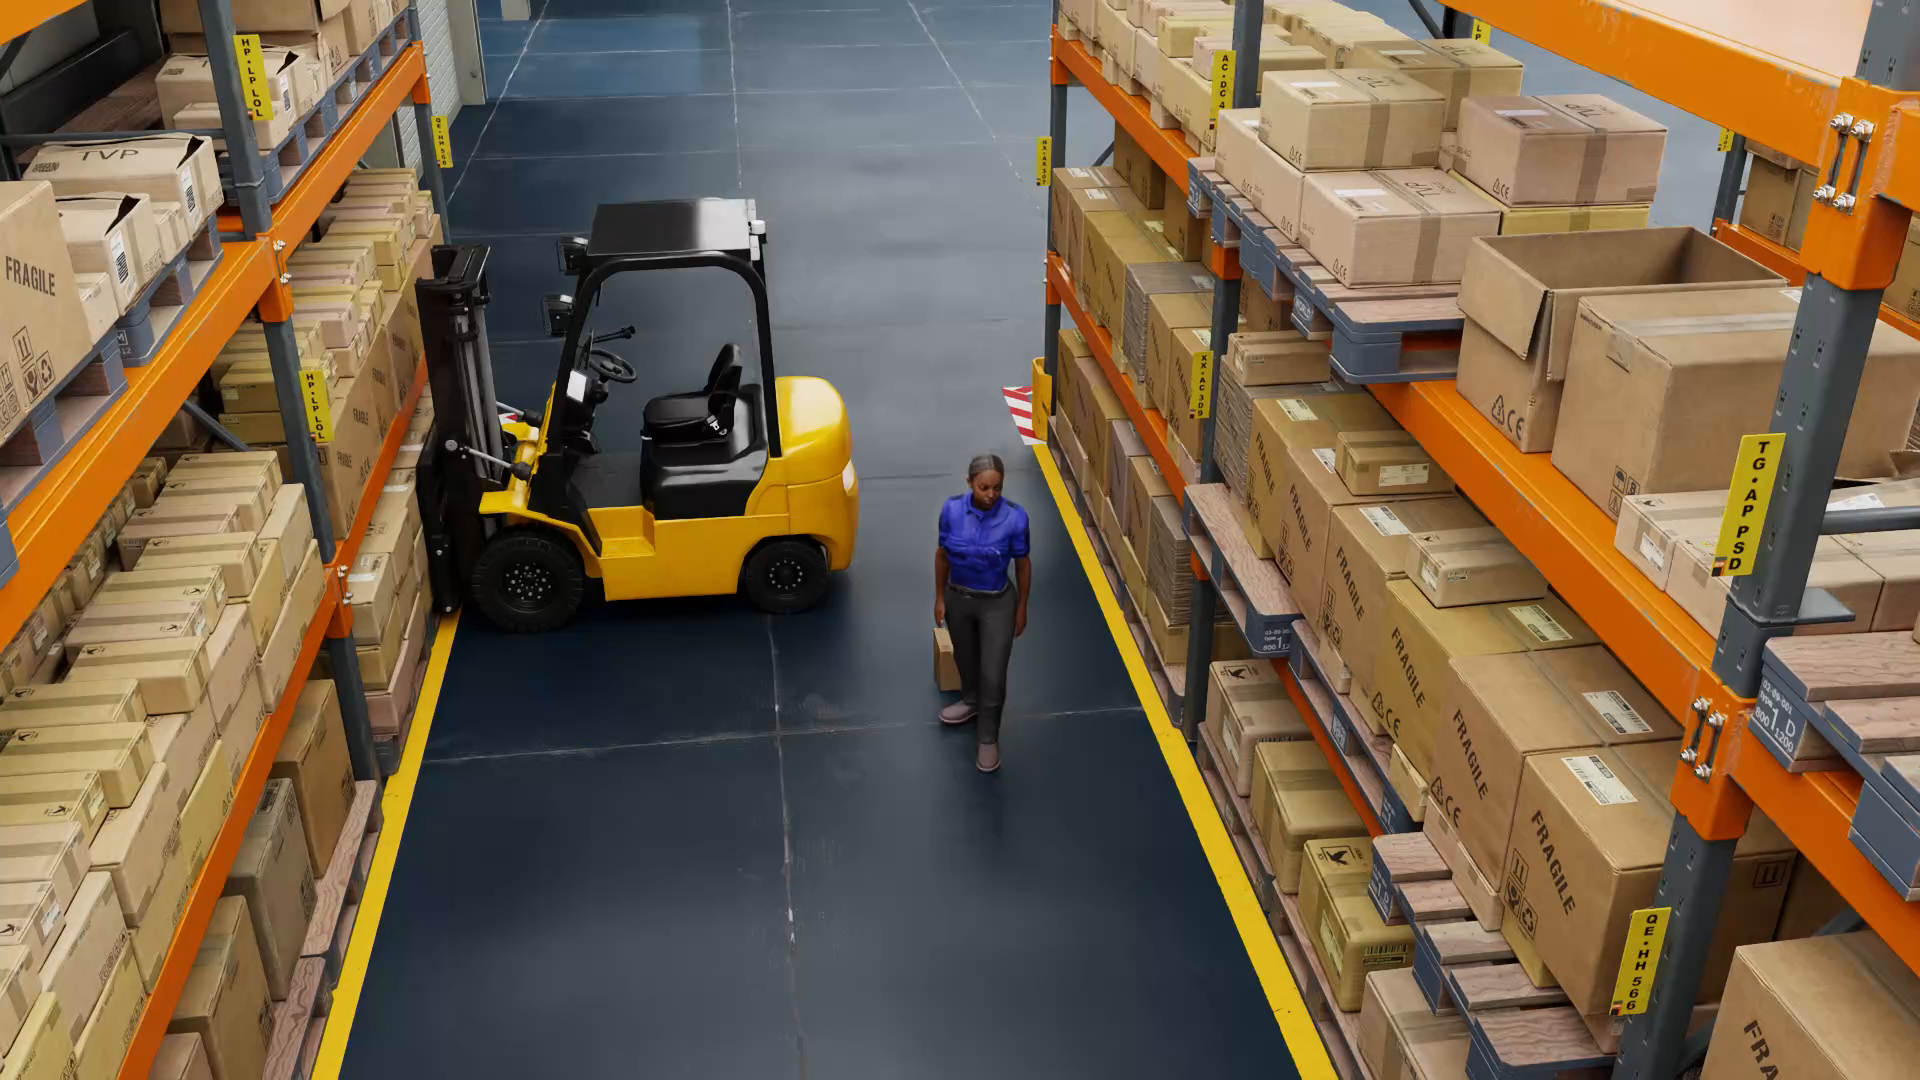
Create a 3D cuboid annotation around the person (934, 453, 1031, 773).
[{"bbox_3d":[0.105,0.287,8.073,0.492,1.647,0.555,8,28,16],"label":"person"}]
